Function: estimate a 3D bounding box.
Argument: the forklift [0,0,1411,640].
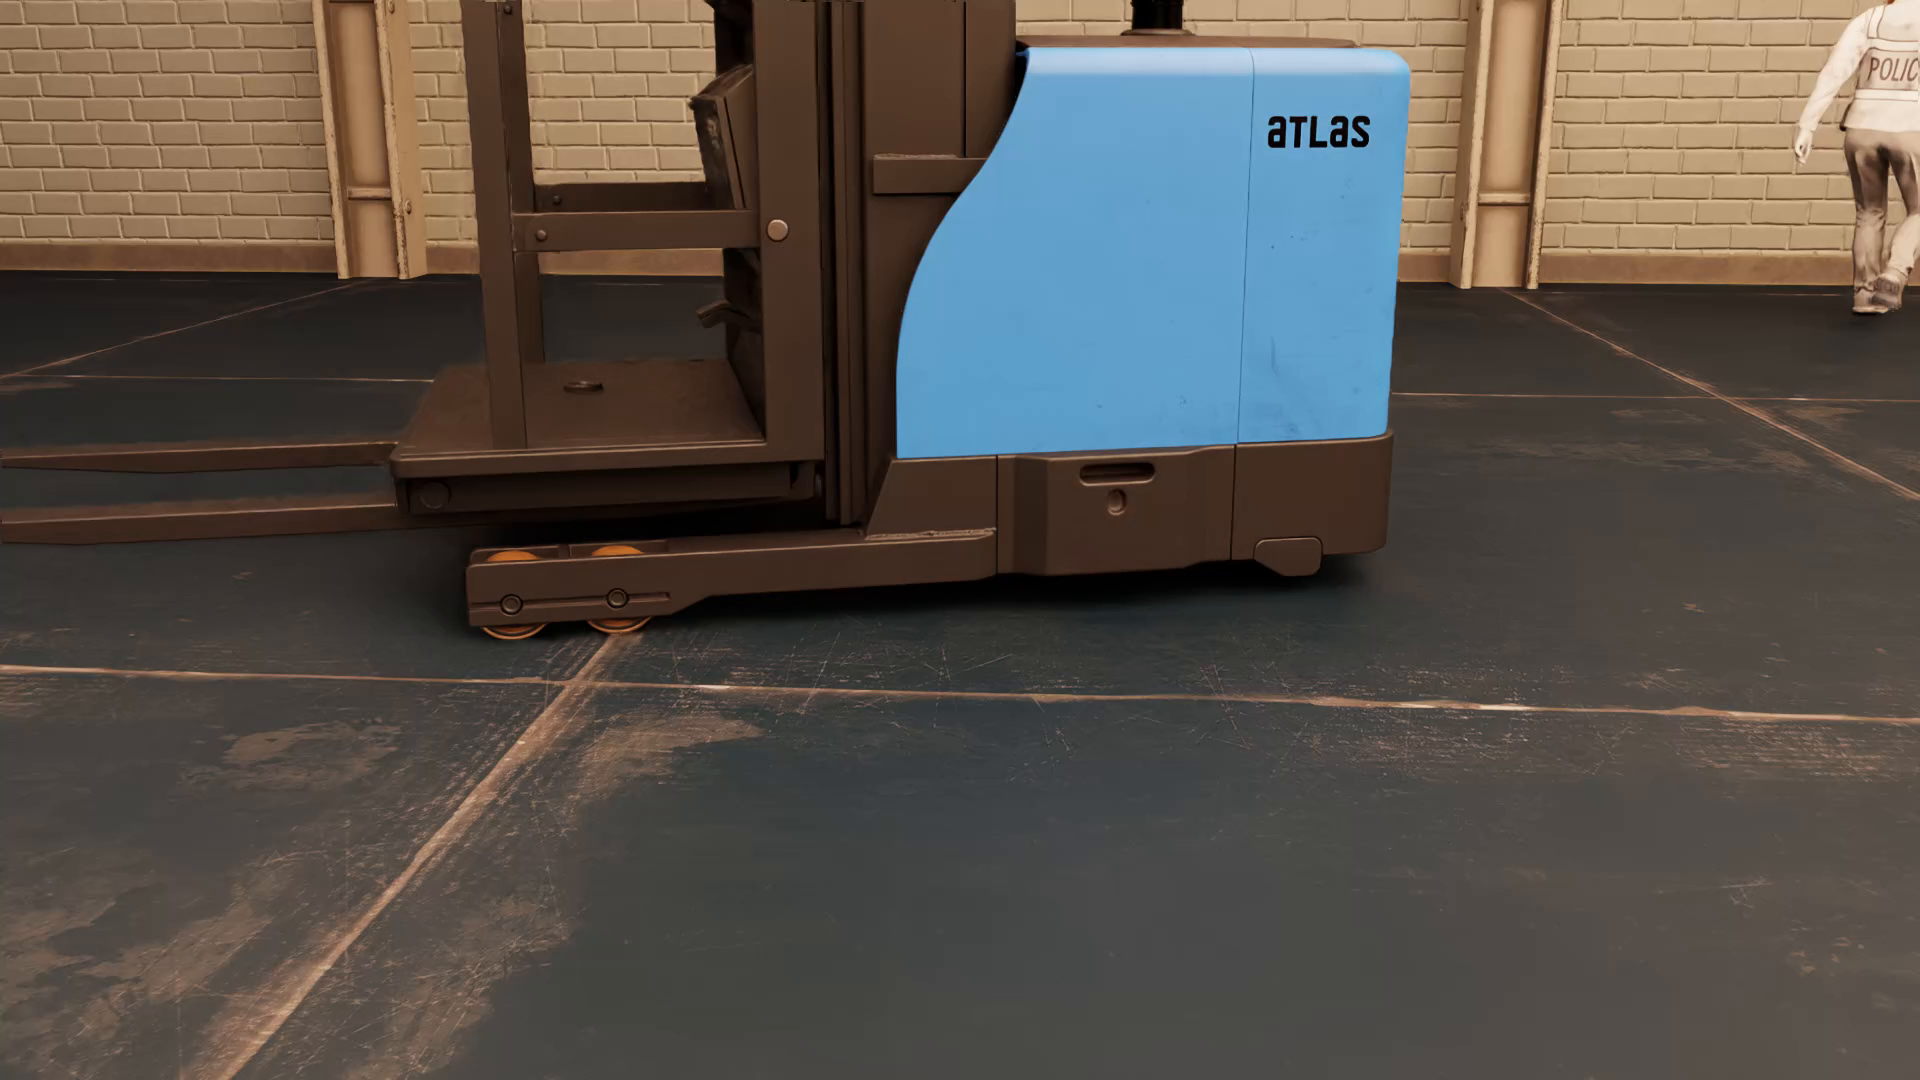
[{"bbox_3d":[-0.668,-1.377,3.292,3.031,2.935,1.130,-3,16,-11],"label":"forklift"}]

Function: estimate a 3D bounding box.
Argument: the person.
[{"bbox_3d":[4.099,-1.791,7.367,0.605,1.607,0.596,13,20,39],"label":"person"}]
